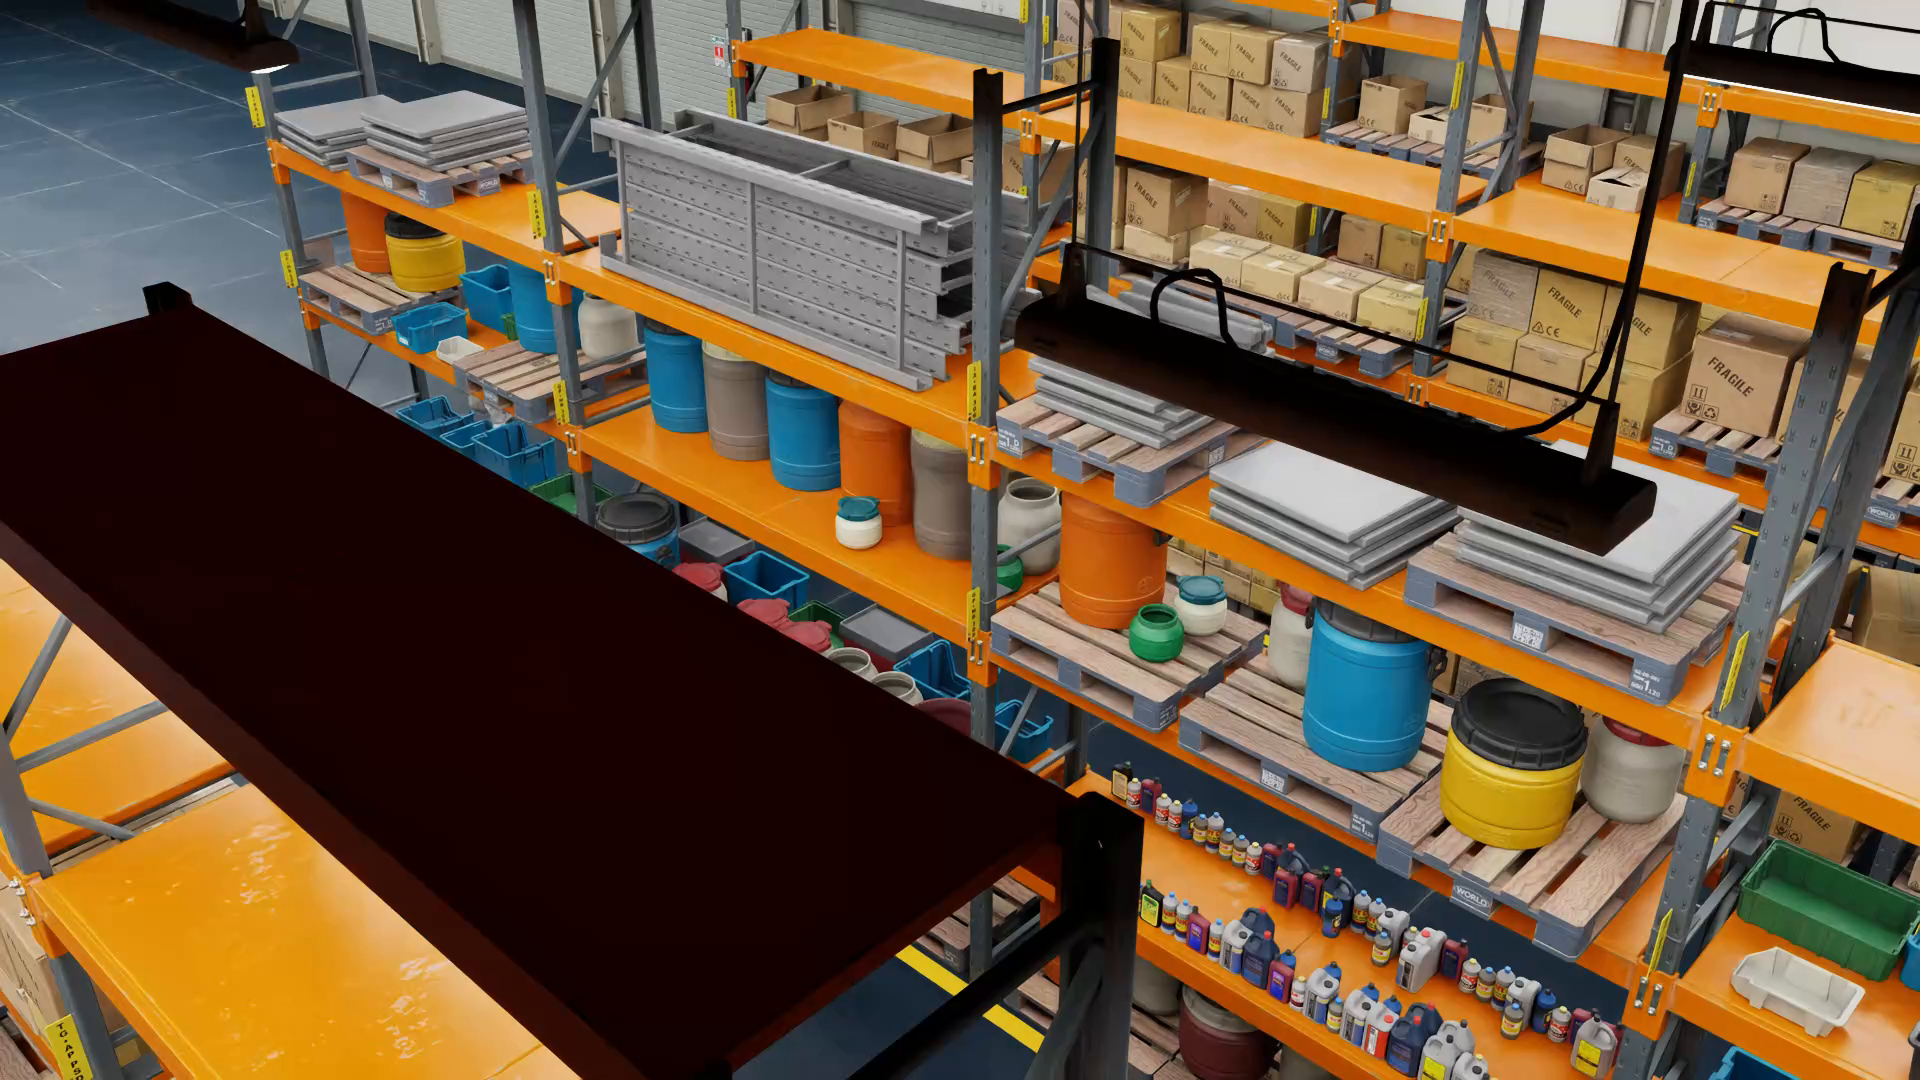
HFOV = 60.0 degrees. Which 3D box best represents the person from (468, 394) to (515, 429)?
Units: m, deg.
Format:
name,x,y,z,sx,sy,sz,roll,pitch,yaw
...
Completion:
name,x,y,z,sx,sy,sz,roll,pitch,yaw
person,-4.956,-1.783,17.565,0.564,1.783,0.617,18,34,29
